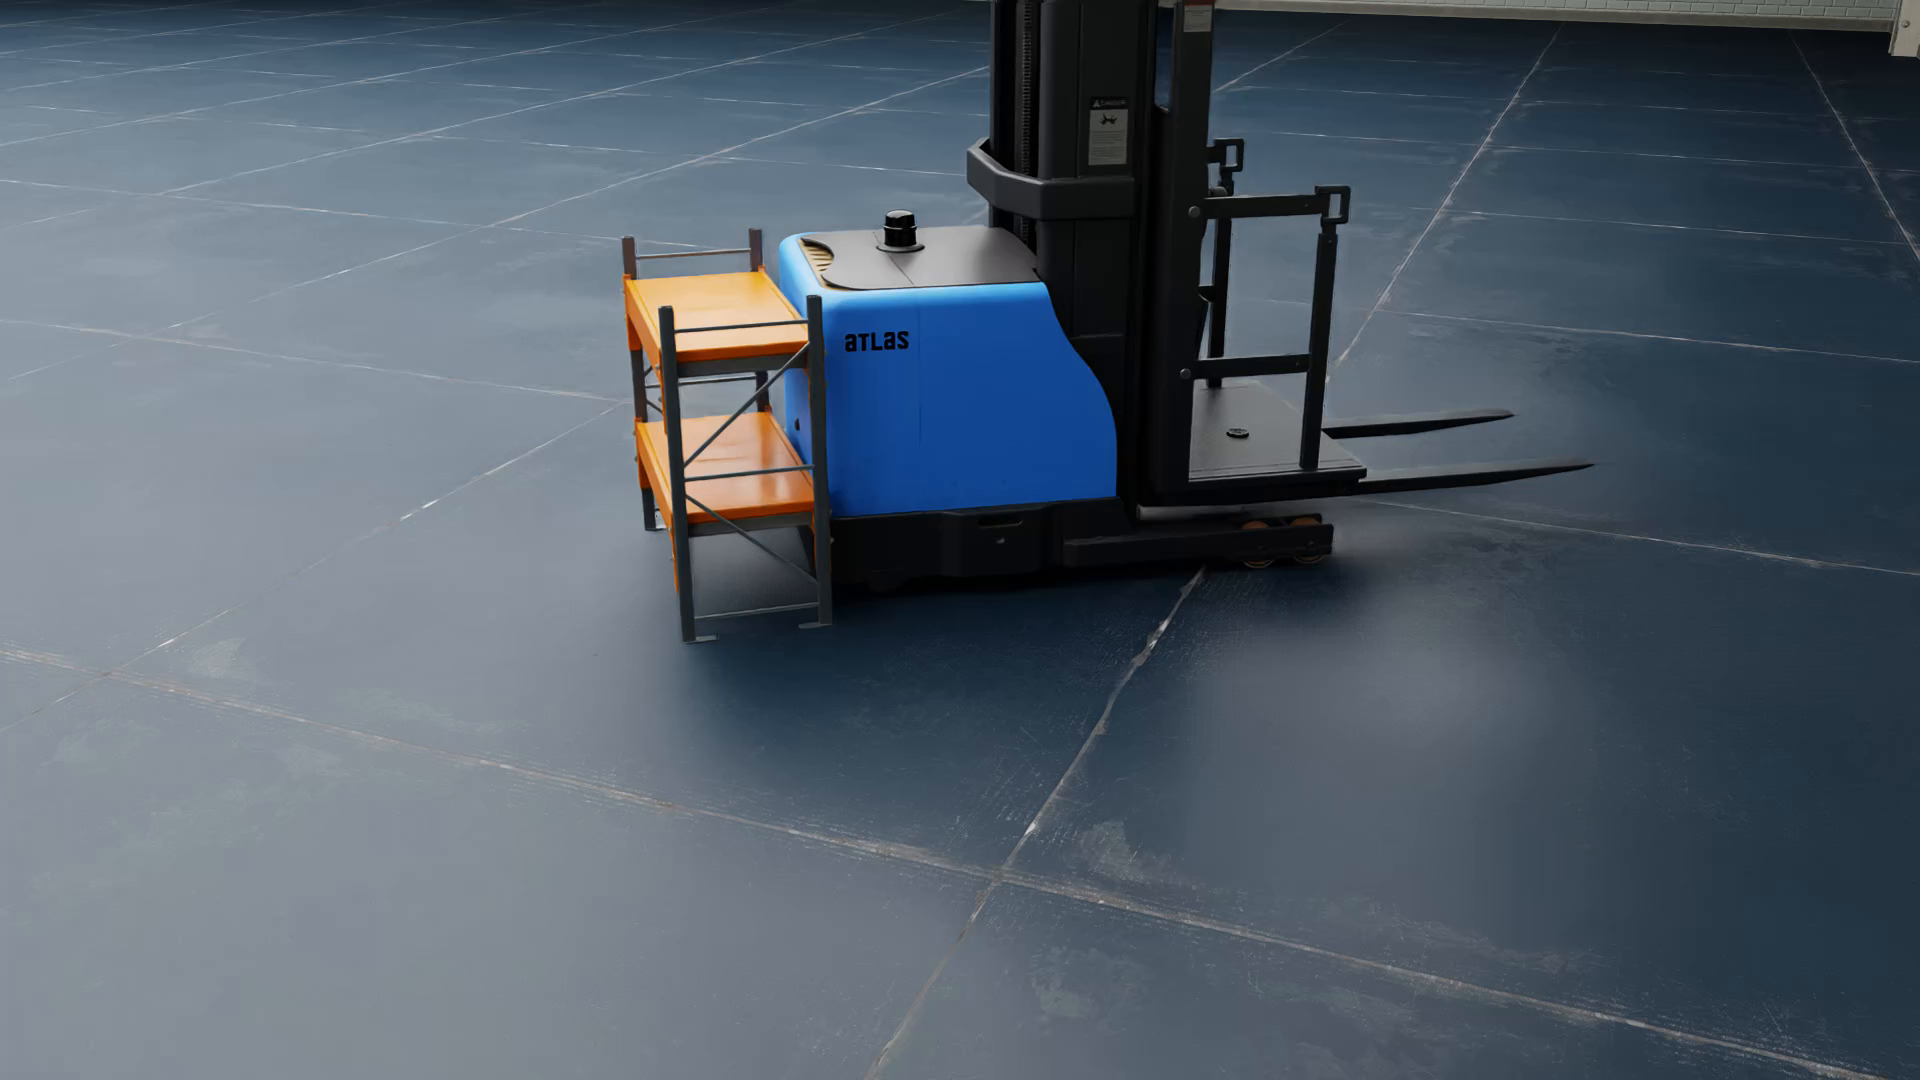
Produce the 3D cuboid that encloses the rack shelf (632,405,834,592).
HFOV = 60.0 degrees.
[{"bbox_3d":[-0.817,-0.172,5.836,0.538,0.278,1.000,-7,24,-15],"label":"rack shelf"}]

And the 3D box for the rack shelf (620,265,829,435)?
[{"bbox_3d":[-0.817,-0.668,5.629,0.538,0.278,1.000,-7,24,-15],"label":"rack shelf"}]

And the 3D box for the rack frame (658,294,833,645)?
[{"bbox_3d":[-0.670,-0.210,5.293,0.500,1.125,0.032,-7,24,-15],"label":"rack frame"}]

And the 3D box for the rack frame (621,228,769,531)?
[{"bbox_3d":[-0.964,-0.585,6.191,0.500,1.125,0.032,-7,24,-15],"label":"rack frame"}]

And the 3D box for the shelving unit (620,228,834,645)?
[{"bbox_3d":[-0.817,-0.397,5.742,0.538,1.125,1.048,-7,24,-15],"label":"shelving unit"}]

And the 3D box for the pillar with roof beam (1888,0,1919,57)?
[{"bbox_3d":[7.784,-10.829,20.500,9.100,9.000,0.400,9,24,20],"label":"pillar with roof beam"}]

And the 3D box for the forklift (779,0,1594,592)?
[{"bbox_3d":[0.883,-1.445,5.906,3.031,2.935,1.130,-5,23,-11],"label":"forklift"}]
